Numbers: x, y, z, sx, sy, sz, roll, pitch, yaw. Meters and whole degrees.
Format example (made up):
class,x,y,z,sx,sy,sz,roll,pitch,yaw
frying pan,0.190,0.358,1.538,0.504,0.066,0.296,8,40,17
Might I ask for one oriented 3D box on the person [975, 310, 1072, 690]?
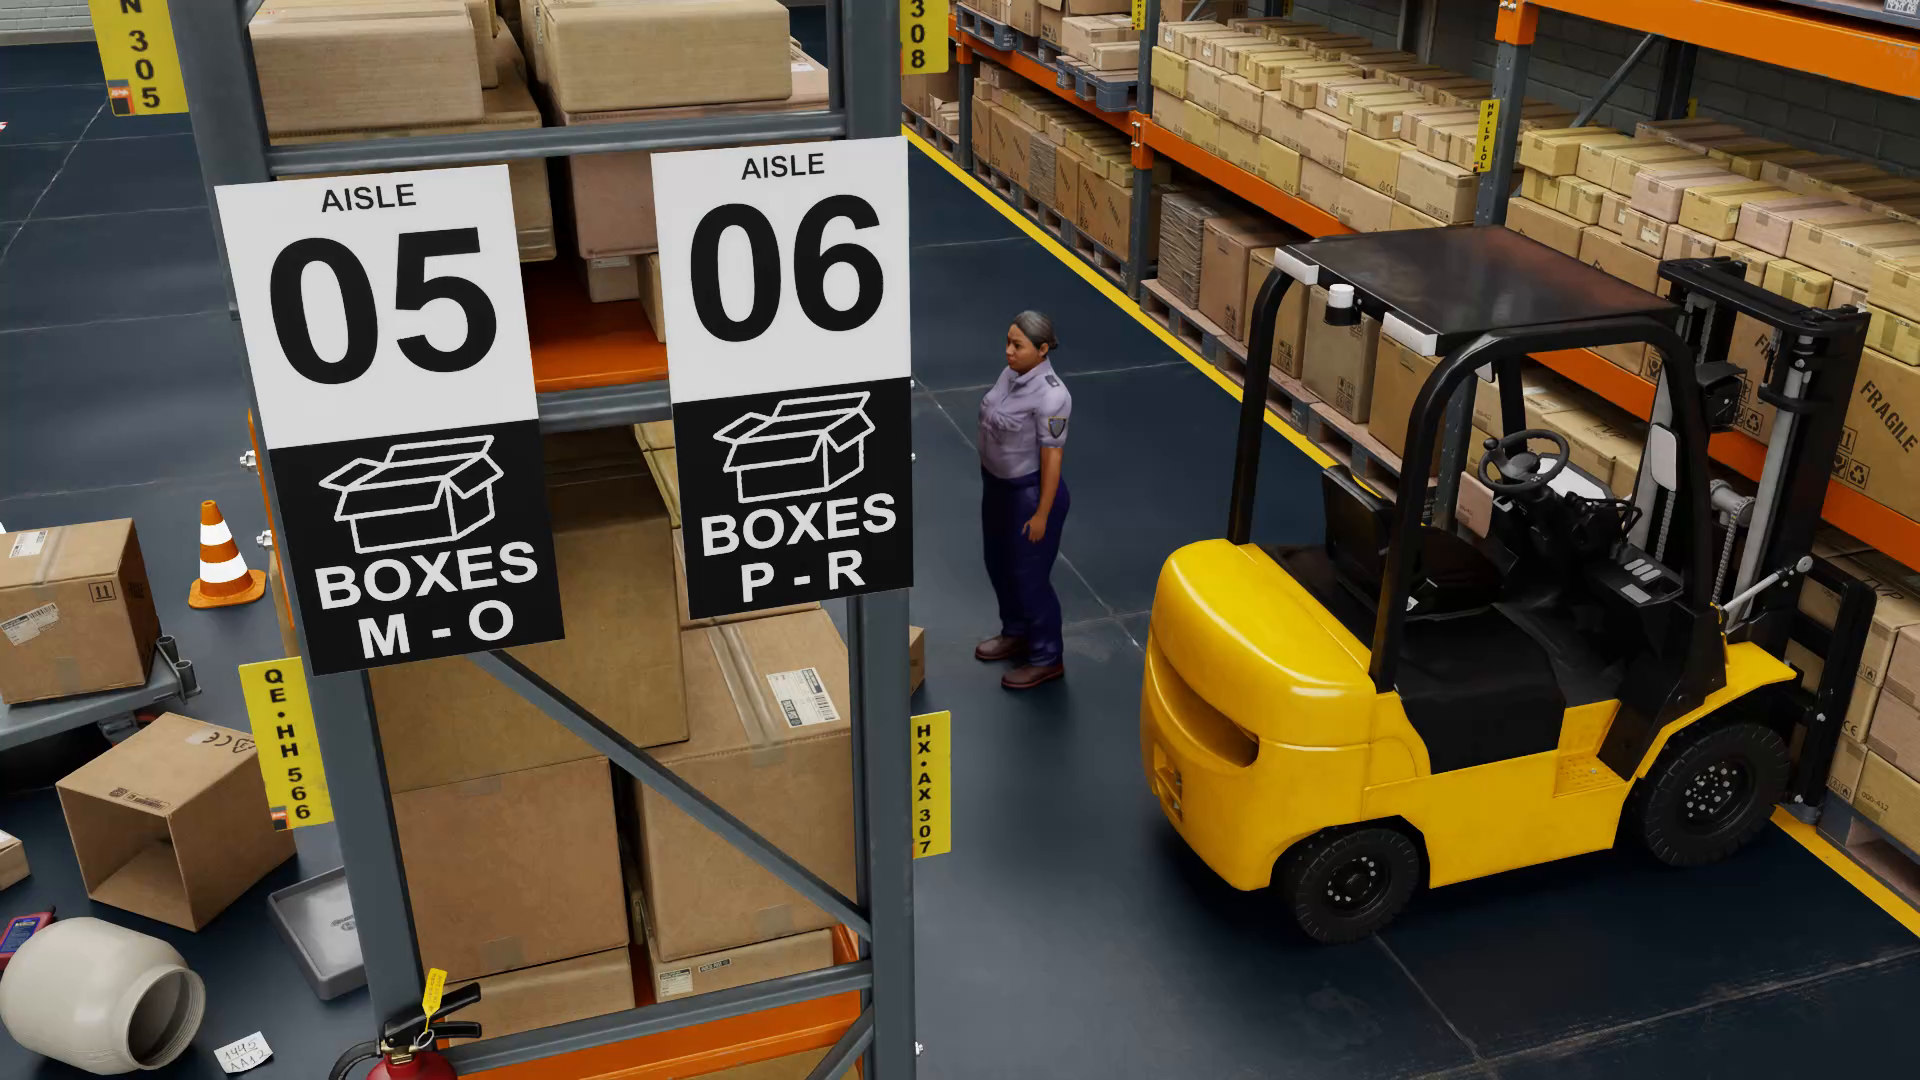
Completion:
class,x,y,z,sx,sy,sz,roll,pitch,yaw
person,0.264,-0.171,6.982,0.343,1.645,0.467,-12,29,-22
